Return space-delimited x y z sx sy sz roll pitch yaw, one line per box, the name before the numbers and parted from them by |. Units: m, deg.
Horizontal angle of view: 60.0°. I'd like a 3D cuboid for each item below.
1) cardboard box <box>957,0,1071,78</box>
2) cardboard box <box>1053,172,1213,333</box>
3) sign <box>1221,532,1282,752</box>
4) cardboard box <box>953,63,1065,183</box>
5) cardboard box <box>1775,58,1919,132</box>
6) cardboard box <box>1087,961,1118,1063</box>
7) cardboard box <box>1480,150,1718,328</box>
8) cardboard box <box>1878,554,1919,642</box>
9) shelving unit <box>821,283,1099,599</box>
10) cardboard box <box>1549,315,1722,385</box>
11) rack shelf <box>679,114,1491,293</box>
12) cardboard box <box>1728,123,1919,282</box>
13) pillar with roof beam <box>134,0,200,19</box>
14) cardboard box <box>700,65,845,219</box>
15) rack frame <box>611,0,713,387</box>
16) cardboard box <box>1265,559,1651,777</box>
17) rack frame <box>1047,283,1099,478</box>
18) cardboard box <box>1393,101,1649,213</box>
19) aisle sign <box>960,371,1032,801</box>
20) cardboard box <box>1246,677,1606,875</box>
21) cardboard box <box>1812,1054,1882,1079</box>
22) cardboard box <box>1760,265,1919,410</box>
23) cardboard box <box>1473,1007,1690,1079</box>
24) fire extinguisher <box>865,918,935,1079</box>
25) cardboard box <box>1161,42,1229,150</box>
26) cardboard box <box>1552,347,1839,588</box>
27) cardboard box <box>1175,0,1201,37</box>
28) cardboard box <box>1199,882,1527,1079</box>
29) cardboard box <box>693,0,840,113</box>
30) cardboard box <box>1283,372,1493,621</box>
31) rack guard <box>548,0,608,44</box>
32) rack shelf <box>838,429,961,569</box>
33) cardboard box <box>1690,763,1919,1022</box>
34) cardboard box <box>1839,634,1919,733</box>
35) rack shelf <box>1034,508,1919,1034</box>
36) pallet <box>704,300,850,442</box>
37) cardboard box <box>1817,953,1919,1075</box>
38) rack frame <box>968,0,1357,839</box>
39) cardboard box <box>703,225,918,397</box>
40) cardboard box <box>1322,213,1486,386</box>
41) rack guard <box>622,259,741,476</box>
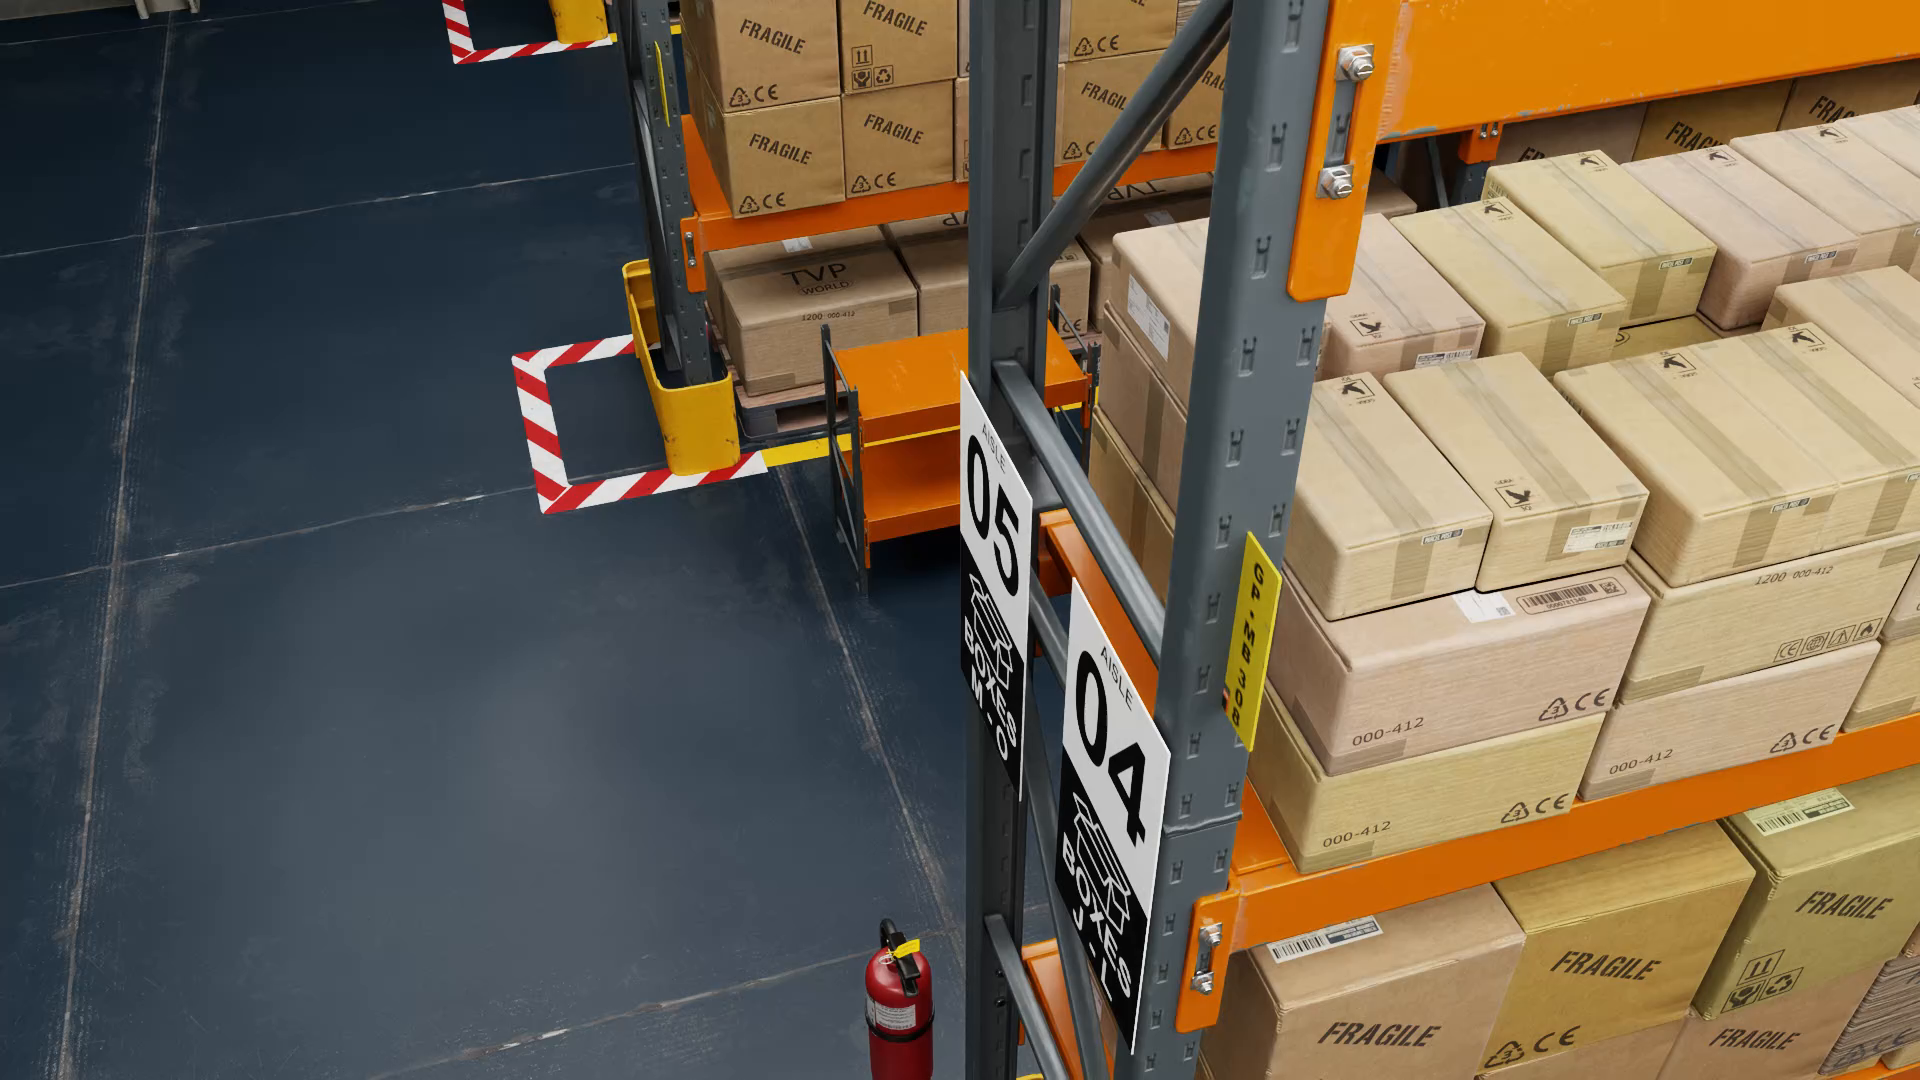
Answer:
cardboard box | 0.161 -2.373 7.199 0.500 0.500 0.500 -12 43 -13
cardboard box | 0.969 -1.579 8.755 0.875 0.438 0.875 -13 43 -14
sign | 0.385 0.139 2.216 0.005 0.325 0.100 -12 42 -13
cardboard box | 0.147 -1.988 7.519 0.500 0.500 0.500 -12 43 -13
cardboard box | 4.733 -2.510 9.489 0.875 0.875 0.875 -11 42 -13
cardboard box | 0.448 1.110 4.240 0.250 0.149 0.380 -12 42 -13
cardboard box | 1.179 -0.563 3.115 0.250 0.149 0.380 -11 42 -12
cardboard box | 1.702 -0.124 2.916 0.500 0.250 0.500 -11 42 -13
shelving unit | -0.006 -0.422 7.228 1.048 1.125 0.538 -12 42 -13
cardboard box | 1.072 -0.357 3.182 0.500 0.250 0.500 -13 43 -14
rack shelf | 0.546 -1.954 8.103 4.000 0.370 1.077 -12 42 -13
cardboard box | 1.682 -0.638 3.201 0.250 0.149 0.380 -11 42 -12
pillar with roof beam | -4.405 -4.534 5.949 0.400 9.000 9.100 -12 42 -13
cardboard box | -0.817 -1.782 7.283 0.500 0.500 0.500 -12 43 -13
rack frame | -1.362 -1.829 7.413 0.127 3.000 1.000 -12 42 -13
cardboard box | 0.728 0.070 2.694 0.500 0.250 0.500 -11 42 -12
rack frame | 0.478 -0.523 7.343 0.032 1.125 0.500 -12 42 -13
cardboard box | 3.021 -2.150 9.077 0.875 0.875 0.875 -10 42 -12
aisle sign | 0.062 0.104 3.224 0.004 0.787 0.394 -12 42 -13
cardboard box | 0.727 0.256 2.861 0.500 0.250 0.500 -10 42 -12
cardboard box | 2.102 1.153 4.191 0.250 0.149 0.380 -10 42 -12
cardboard box | 1.575 -0.287 2.800 0.250 0.149 0.380 -11 42 -12
cardboard box | 1.236 1.070 3.792 0.500 0.500 0.500 -12 42 -13
fire extinguisher | -0.157 1.187 4.303 0.183 0.674 0.296 -12 42 -13
cardboard box | 1.124 -2.192 7.752 0.500 0.500 0.500 -12 43 -14
cardboard box | 1.128 -0.122 2.611 0.250 0.149 0.380 -12 43 -13
cardboard box | 1.118 -2.566 7.420 0.500 0.500 0.500 -11 42 -12
cardboard box | 0.730 0.809 3.332 0.500 0.500 0.500 -12 43 -13
cardboard box | -0.818 -2.160 6.956 0.500 0.500 0.500 -13 43 -14
cardboard box | 0.599 -0.075 2.557 0.250 0.149 0.380 -12 43 -13
rack guard | -2.784 -4.017 11.818 0.348 0.500 1.175 -12 42 -13
rack shelf | -0.006 -0.238 7.389 1.000 0.278 0.538 -12 42 -13
cardboard box | 1.712 0.616 3.552 0.500 0.500 0.500 -13 43 -14
cardboard box | 1.718 0.045 3.103 0.500 0.250 0.500 -13 43 -14
rack shelf | 2.129 0.003 3.583 4.000 0.370 1.077 -12 42 -13
pallet | -0.622 -0.986 8.568 1.213 0.211 1.003 -12 42 -13
cardboard box | 2.191 0.877 4.014 0.500 0.500 0.500 -13 43 -14
rack frame | 0.222 -1.002 1.907 0.127 3.000 1.000 -12 42 -13
cardboard box | -0.762 -1.216 8.339 0.875 0.438 0.875 -13 43 -15
cardboard box | 0.709 -0.405 2.935 0.250 0.149 0.380 -11 42 -12
rack guard | -1.384 -0.883 8.230 0.348 0.500 1.175 -12 42 -13
